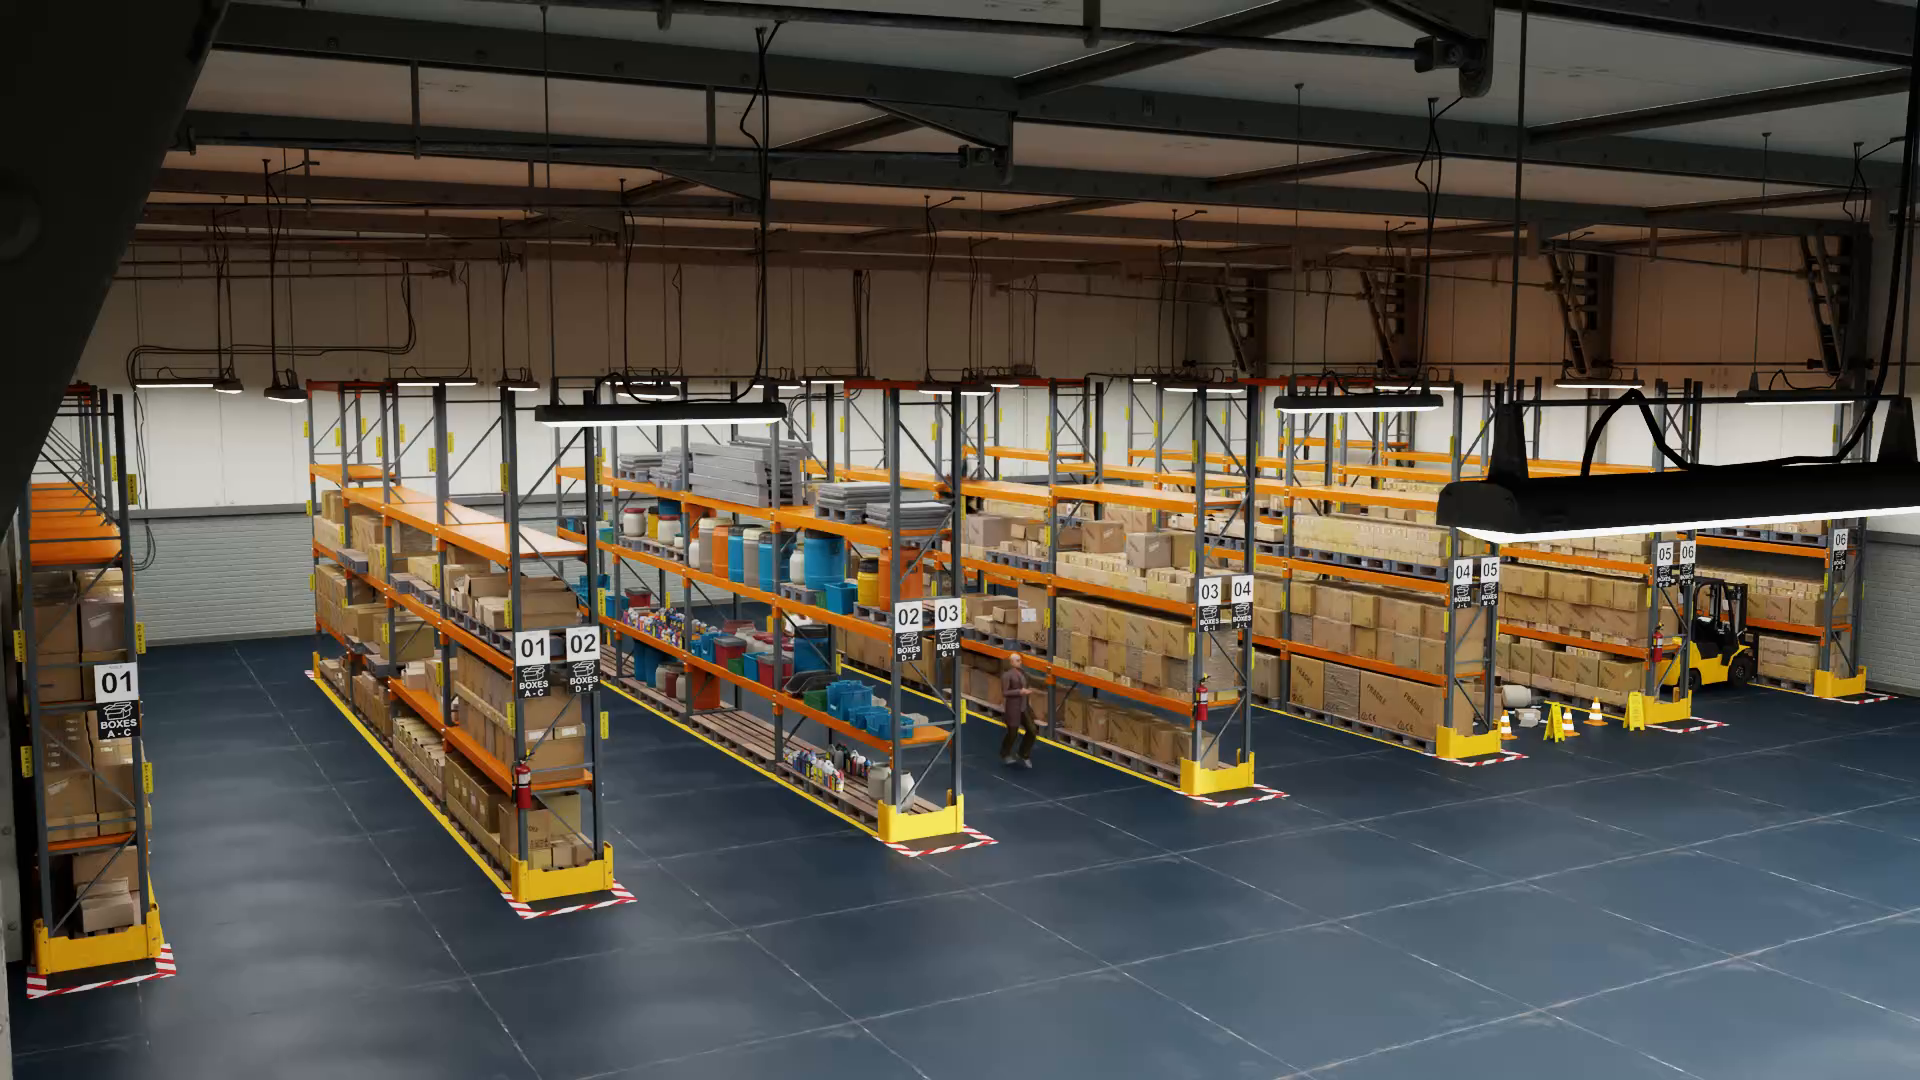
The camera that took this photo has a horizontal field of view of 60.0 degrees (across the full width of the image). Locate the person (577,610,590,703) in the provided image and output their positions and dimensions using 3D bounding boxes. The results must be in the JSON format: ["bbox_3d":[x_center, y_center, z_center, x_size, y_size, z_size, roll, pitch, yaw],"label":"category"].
[{"bbox_3d":[-7.060,2.179,31.030,0.674,1.751,0.587,-4,7,-32],"label":"person"}]

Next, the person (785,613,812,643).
[{"bbox_3d":[-3.056,2.049,31.977,0.723,1.795,0.864,-4,7,-36],"label":"person"}]

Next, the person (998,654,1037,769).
[{"bbox_3d":[0.903,2.783,26.038,0.666,1.631,0.775,-5,8,-42],"label":"person"}]
